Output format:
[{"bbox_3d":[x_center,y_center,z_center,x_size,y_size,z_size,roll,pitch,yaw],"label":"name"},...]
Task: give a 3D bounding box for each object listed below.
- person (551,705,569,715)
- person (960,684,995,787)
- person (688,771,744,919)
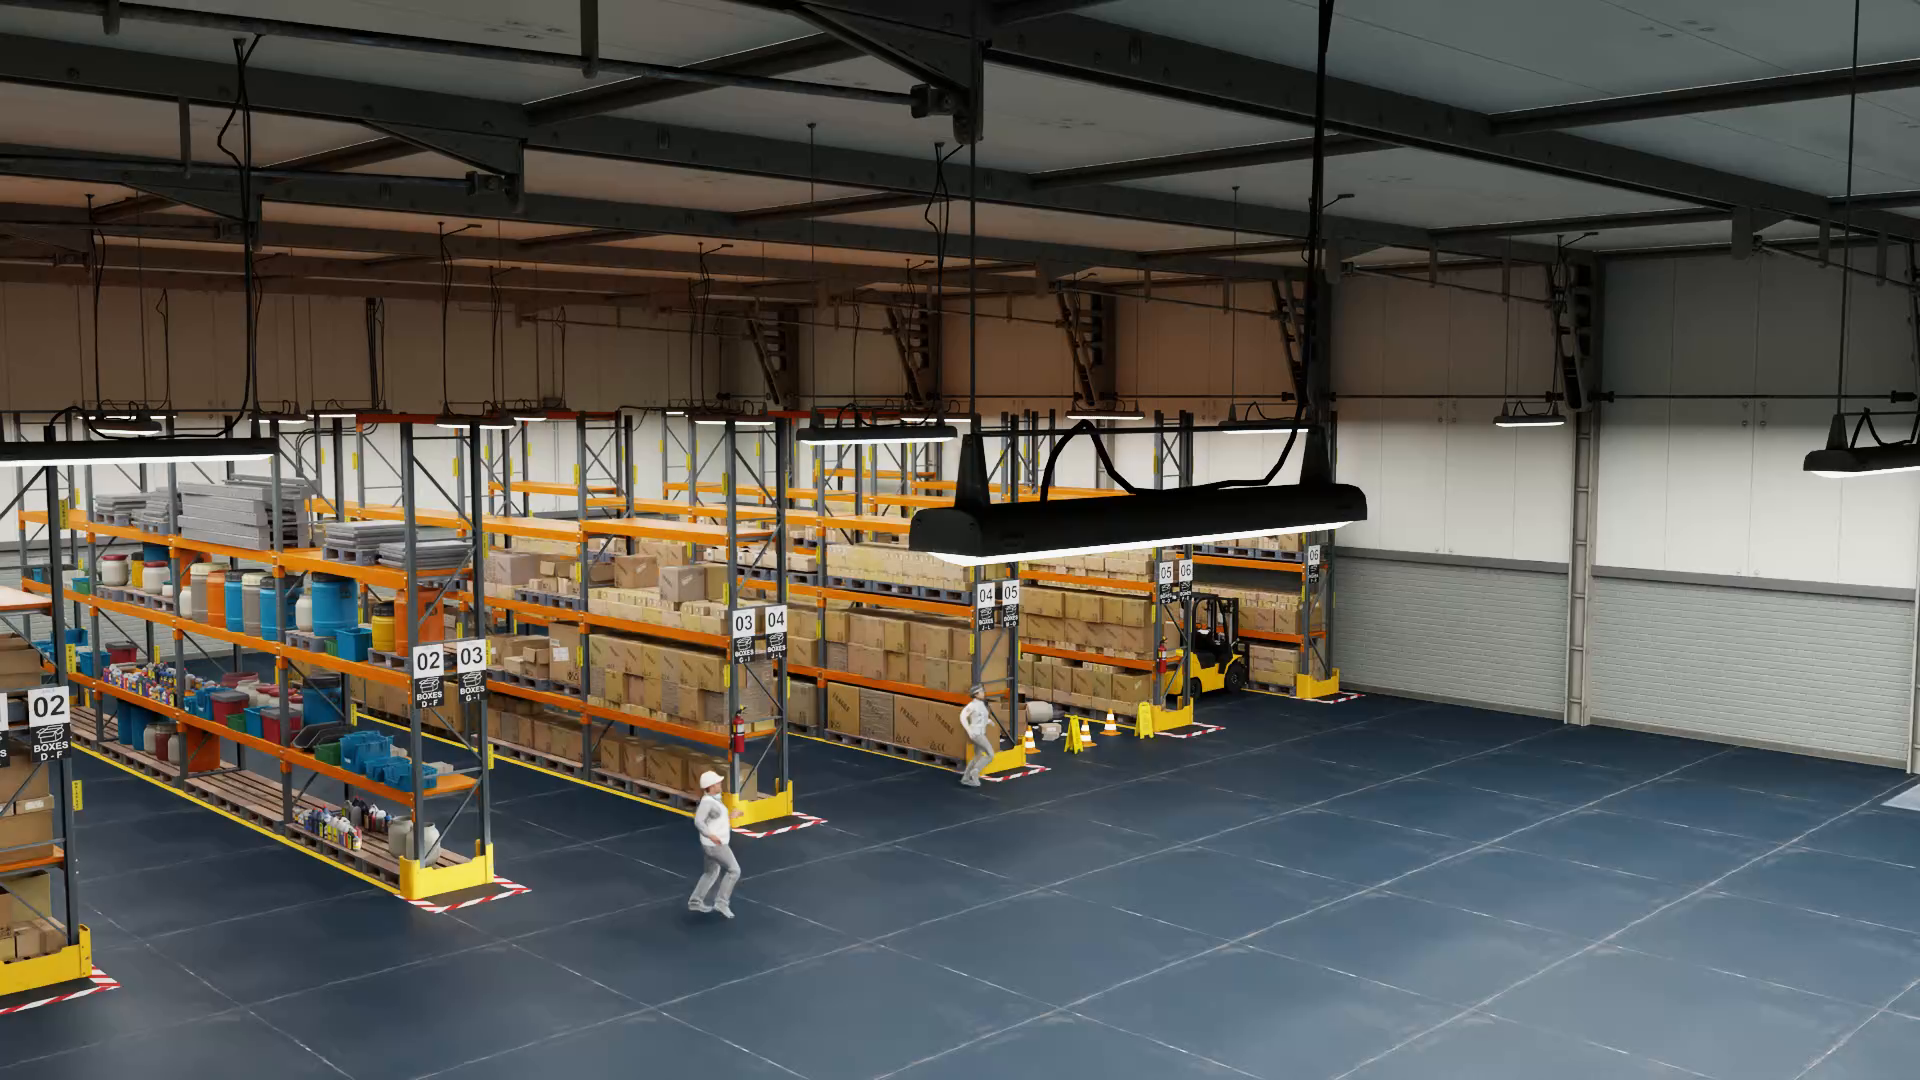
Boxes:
[{"bbox_3d":[-7.685,2.655,32.245,0.659,1.774,0.708,5,7,43],"label":"person"},{"bbox_3d":[0.304,3.155,26.973,0.580,1.657,0.624,1,5,9],"label":"person"},{"bbox_3d":[-2.956,3.704,20.182,0.706,1.820,0.638,-1,5,-16],"label":"person"}]
